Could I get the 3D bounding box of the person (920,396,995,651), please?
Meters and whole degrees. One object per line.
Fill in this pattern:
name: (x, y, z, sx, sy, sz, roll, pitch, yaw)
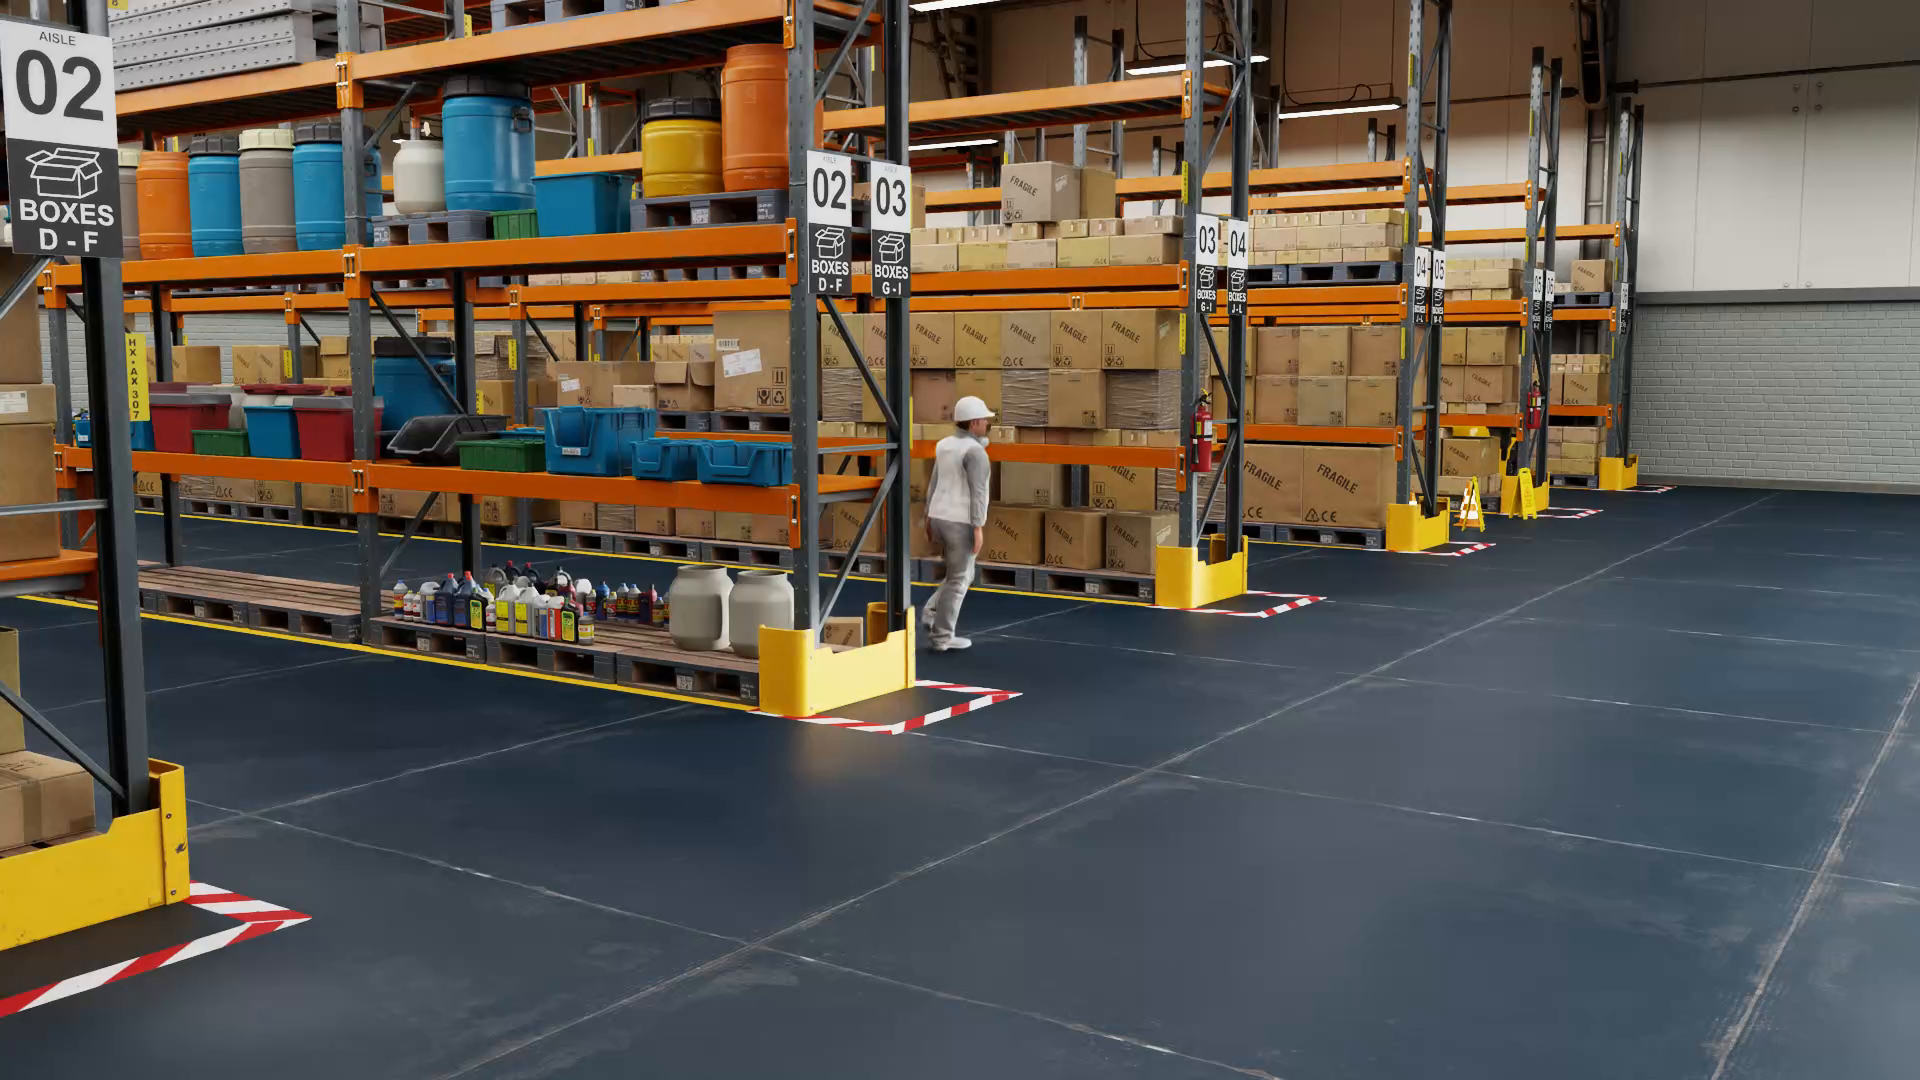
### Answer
person: (-0.003, -0.117, 11.577, 0.483, 1.759, 0.568, -4, 7, -31)
